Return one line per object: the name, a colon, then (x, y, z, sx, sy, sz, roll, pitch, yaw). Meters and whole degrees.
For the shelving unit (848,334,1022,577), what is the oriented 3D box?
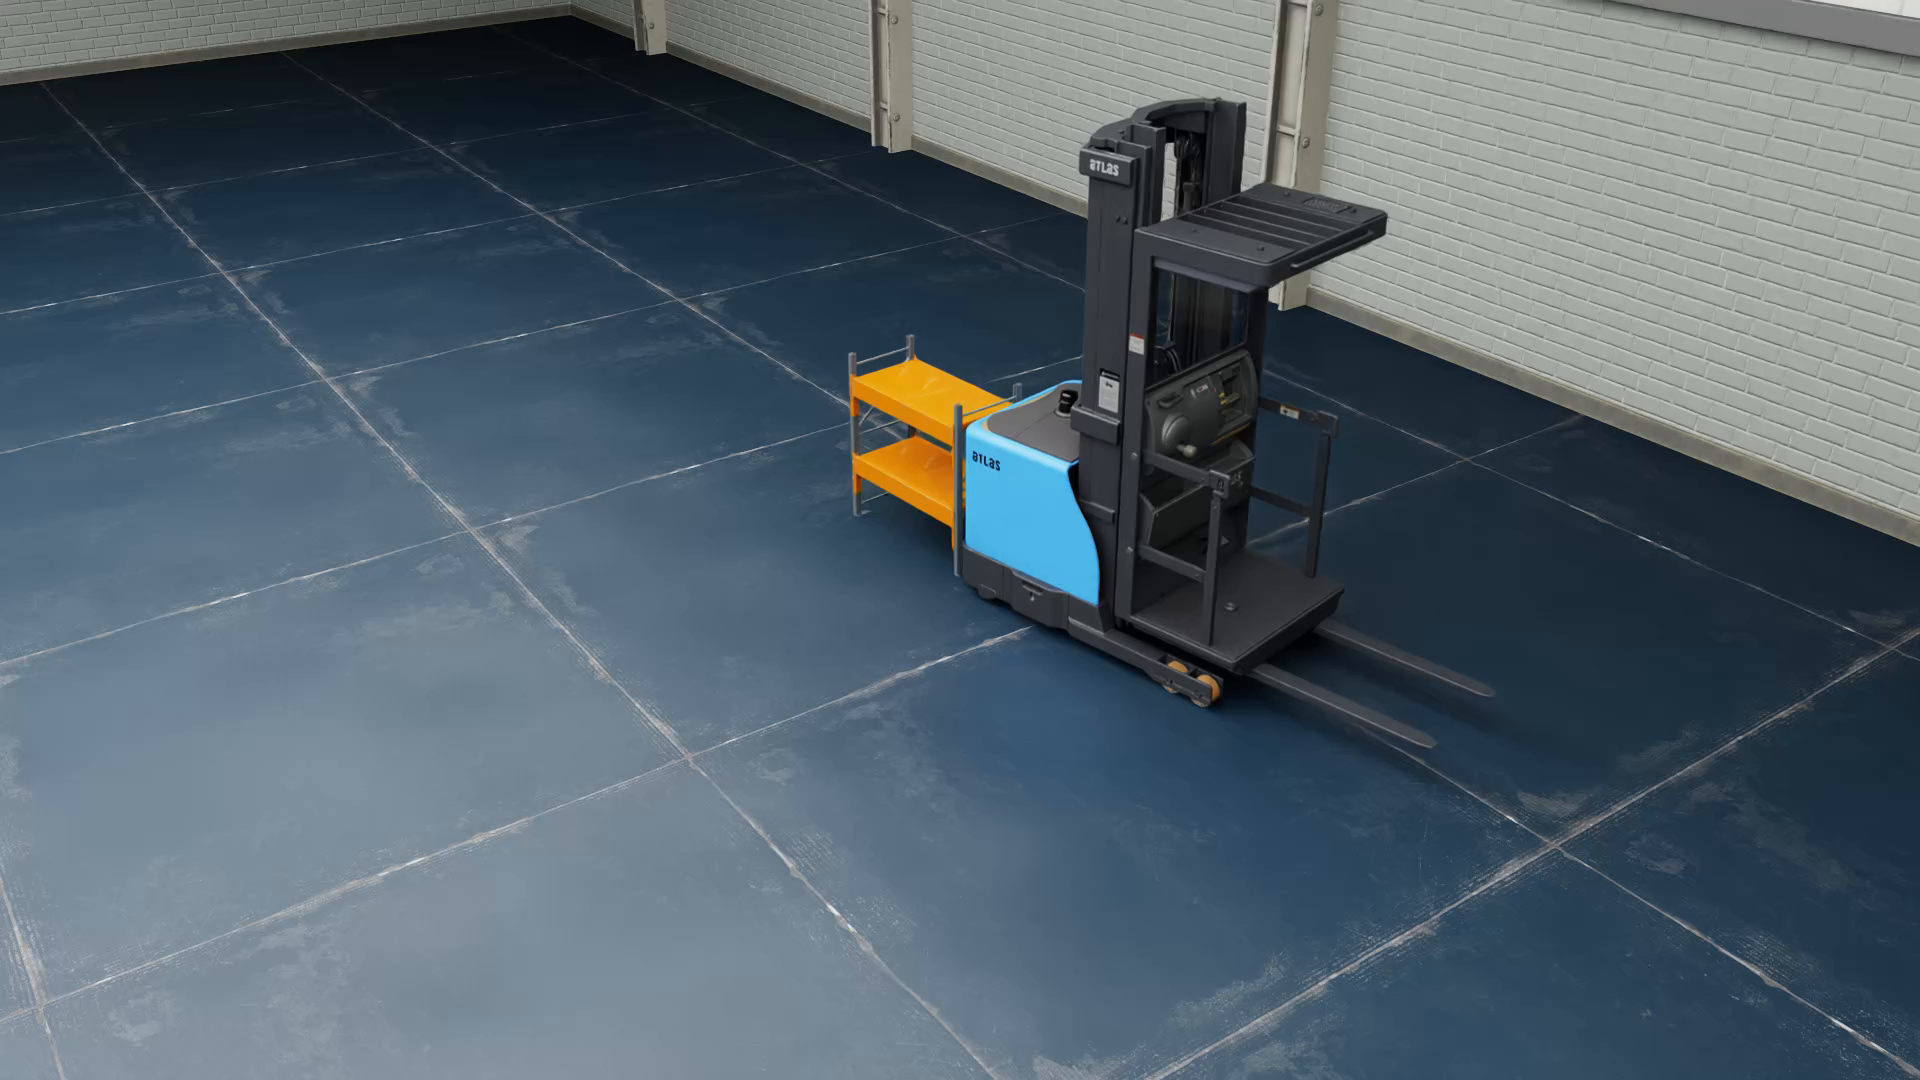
shelving unit: (-0.162, -0.539, 10.290, 0.538, 1.125, 1.048, -22, 35, -34)

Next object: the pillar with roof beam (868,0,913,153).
pillar with roof beam: (-4.258, -7.146, 14.205, 9.100, 9.000, 0.400, -19, 34, -31)

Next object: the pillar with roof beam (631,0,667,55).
pillar with roof beam: (-7.738, -9.478, 18.500, 9.100, 9.000, 0.400, -19, 34, -31)

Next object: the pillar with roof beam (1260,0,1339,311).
pillar with roof beam: (-0.778, -4.813, 9.910, 9.100, 9.000, 0.400, -19, 34, -31)

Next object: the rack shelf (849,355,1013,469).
rack shelf: (-0.162, -0.796, 10.150, 0.538, 0.278, 1.000, -22, 35, -34)

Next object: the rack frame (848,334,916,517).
rack frame: (-0.489, -0.724, 10.632, 0.500, 1.125, 0.032, -22, 35, -34)

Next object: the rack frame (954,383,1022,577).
rack frame: (0.165, -0.353, 9.948, 0.500, 1.125, 0.032, -22, 35, -34)

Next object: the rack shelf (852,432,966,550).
rack shelf: (-0.162, -0.324, 10.406, 0.538, 0.278, 1.000, -22, 35, -34)

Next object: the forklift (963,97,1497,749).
forklift: (1.435, -0.683, 8.663, 3.031, 2.935, 1.130, 24, 37, 37)
